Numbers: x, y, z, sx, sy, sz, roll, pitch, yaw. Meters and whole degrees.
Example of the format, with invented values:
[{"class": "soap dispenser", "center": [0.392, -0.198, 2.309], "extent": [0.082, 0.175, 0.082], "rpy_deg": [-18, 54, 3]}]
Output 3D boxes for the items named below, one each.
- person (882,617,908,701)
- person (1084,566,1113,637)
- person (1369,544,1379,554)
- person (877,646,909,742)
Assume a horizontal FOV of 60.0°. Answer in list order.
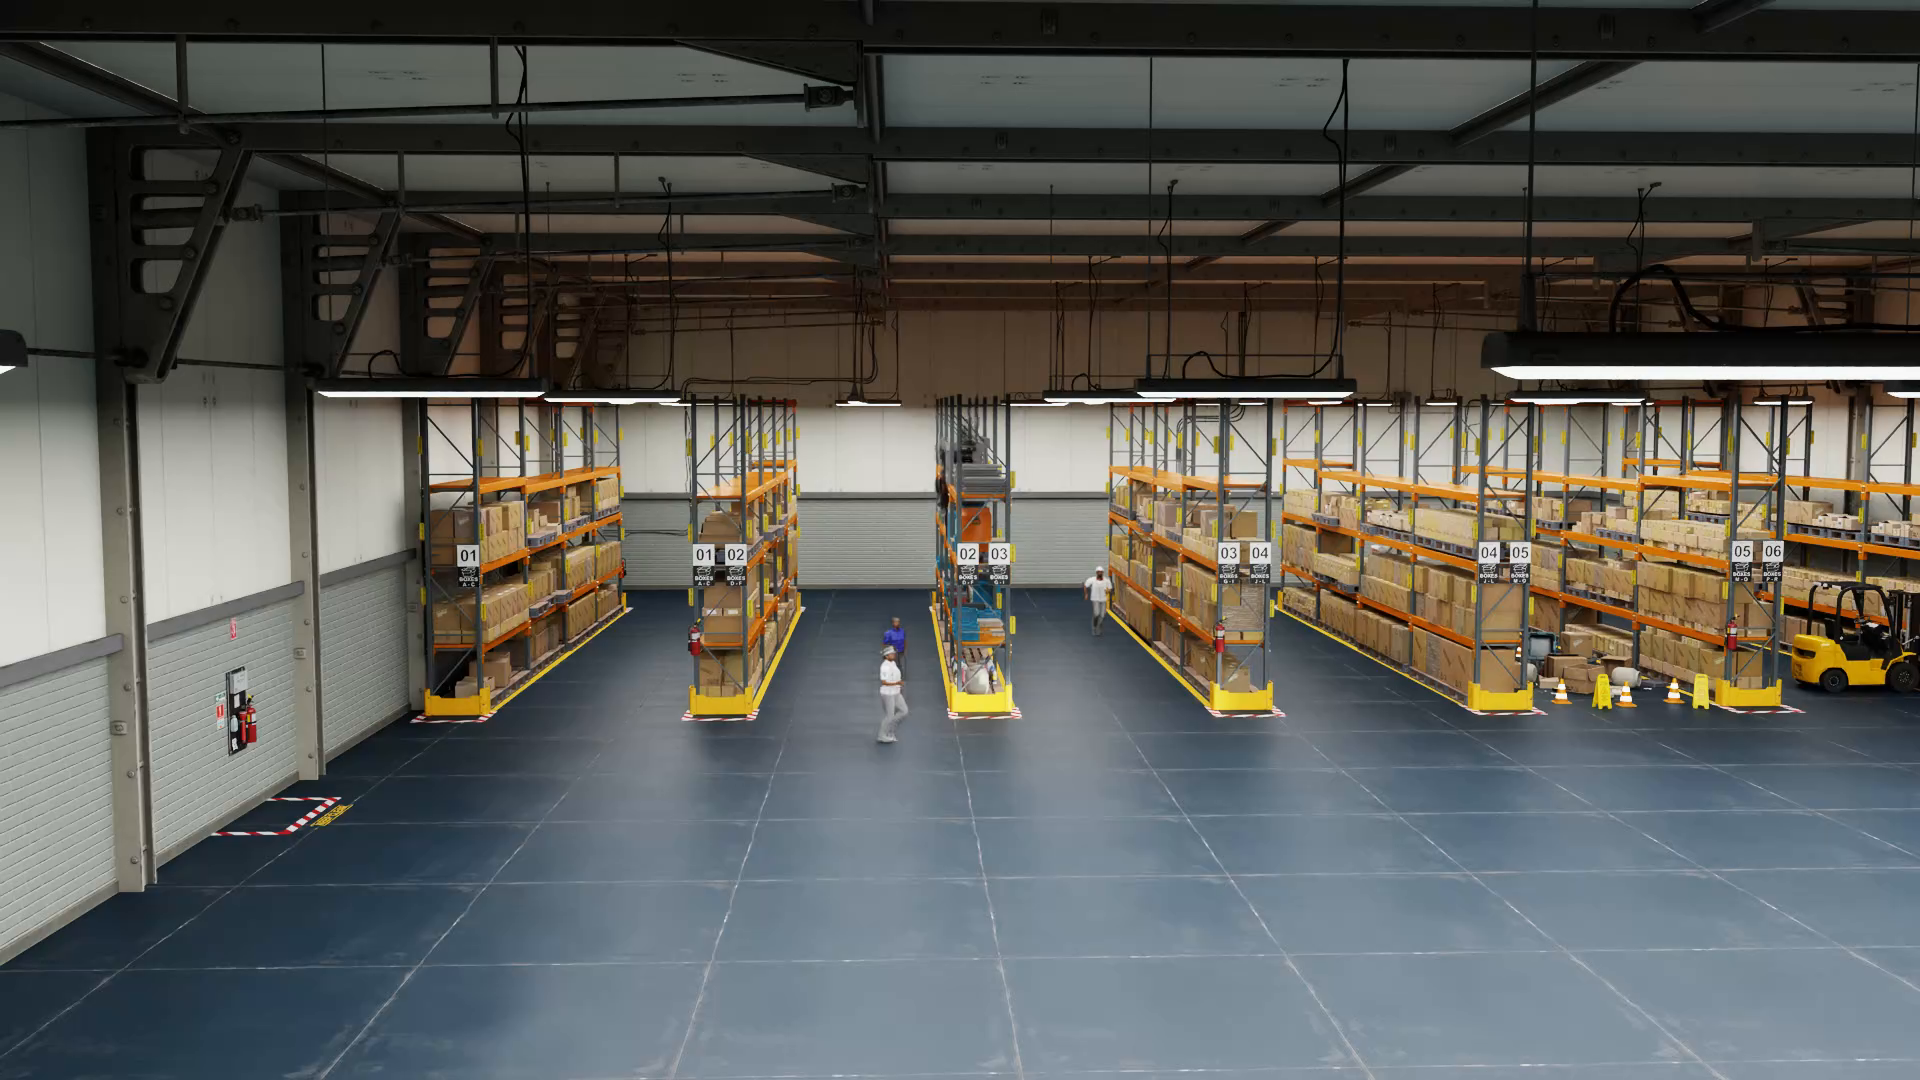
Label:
[{"class": "person", "center": [-1.270, 2.335, 32.892], "extent": [0.578, 1.628, 0.782], "rpy_deg": [-2, 5, -25]}, {"class": "person", "center": [3.503, 1.556, 41.834], "extent": [0.677, 1.784, 0.720], "rpy_deg": [-1, 5, -9]}, {"class": "person", "center": [12.118, 1.002, 48.876], "extent": [0.697, 1.764, 0.627], "rpy_deg": [-1, 5, -9]}, {"class": "person", "center": [-1.134, 2.642, 28.504], "extent": [0.605, 1.685, 0.560], "rpy_deg": [2, 5, 25]}]
